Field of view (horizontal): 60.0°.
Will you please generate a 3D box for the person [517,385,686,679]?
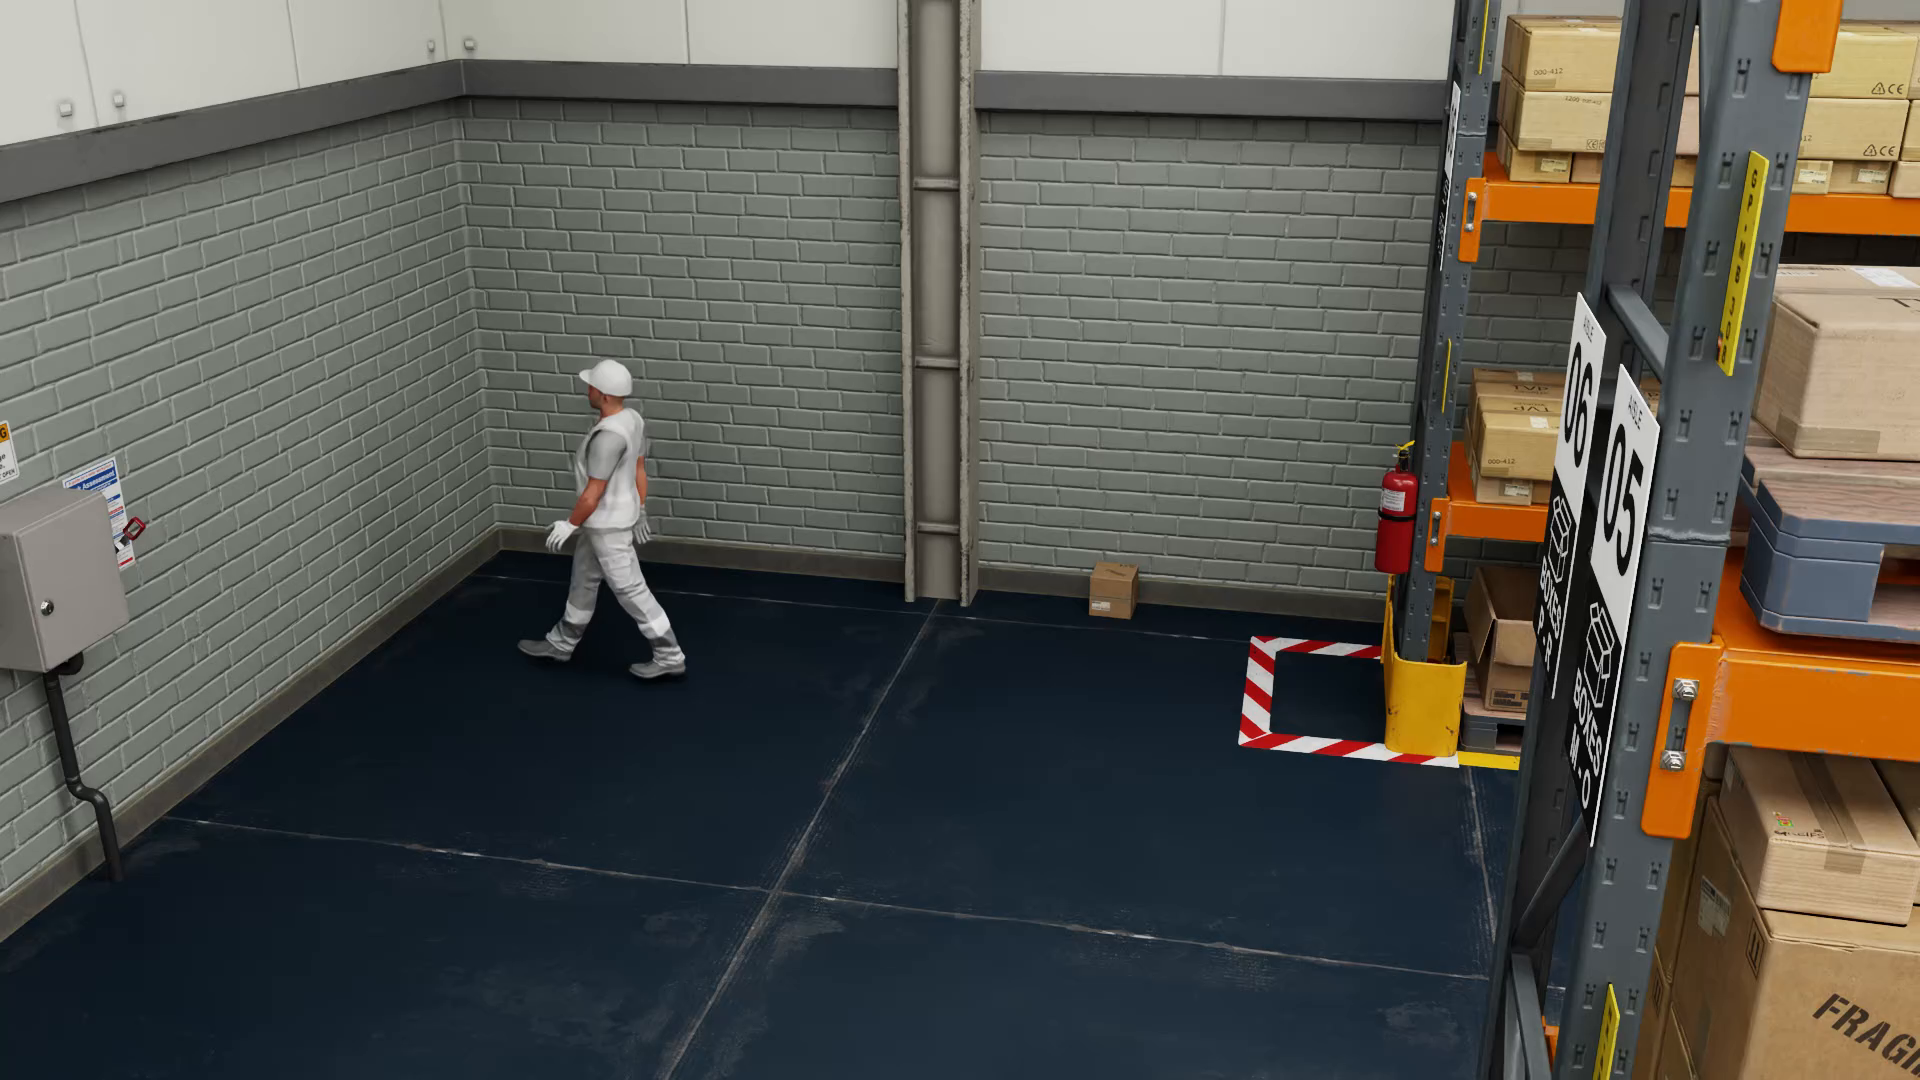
[{"bbox_3d":[-1.967,-0.079,8.788,0.952,1.693,0.527,-1,21,-2],"label":"person"}]
